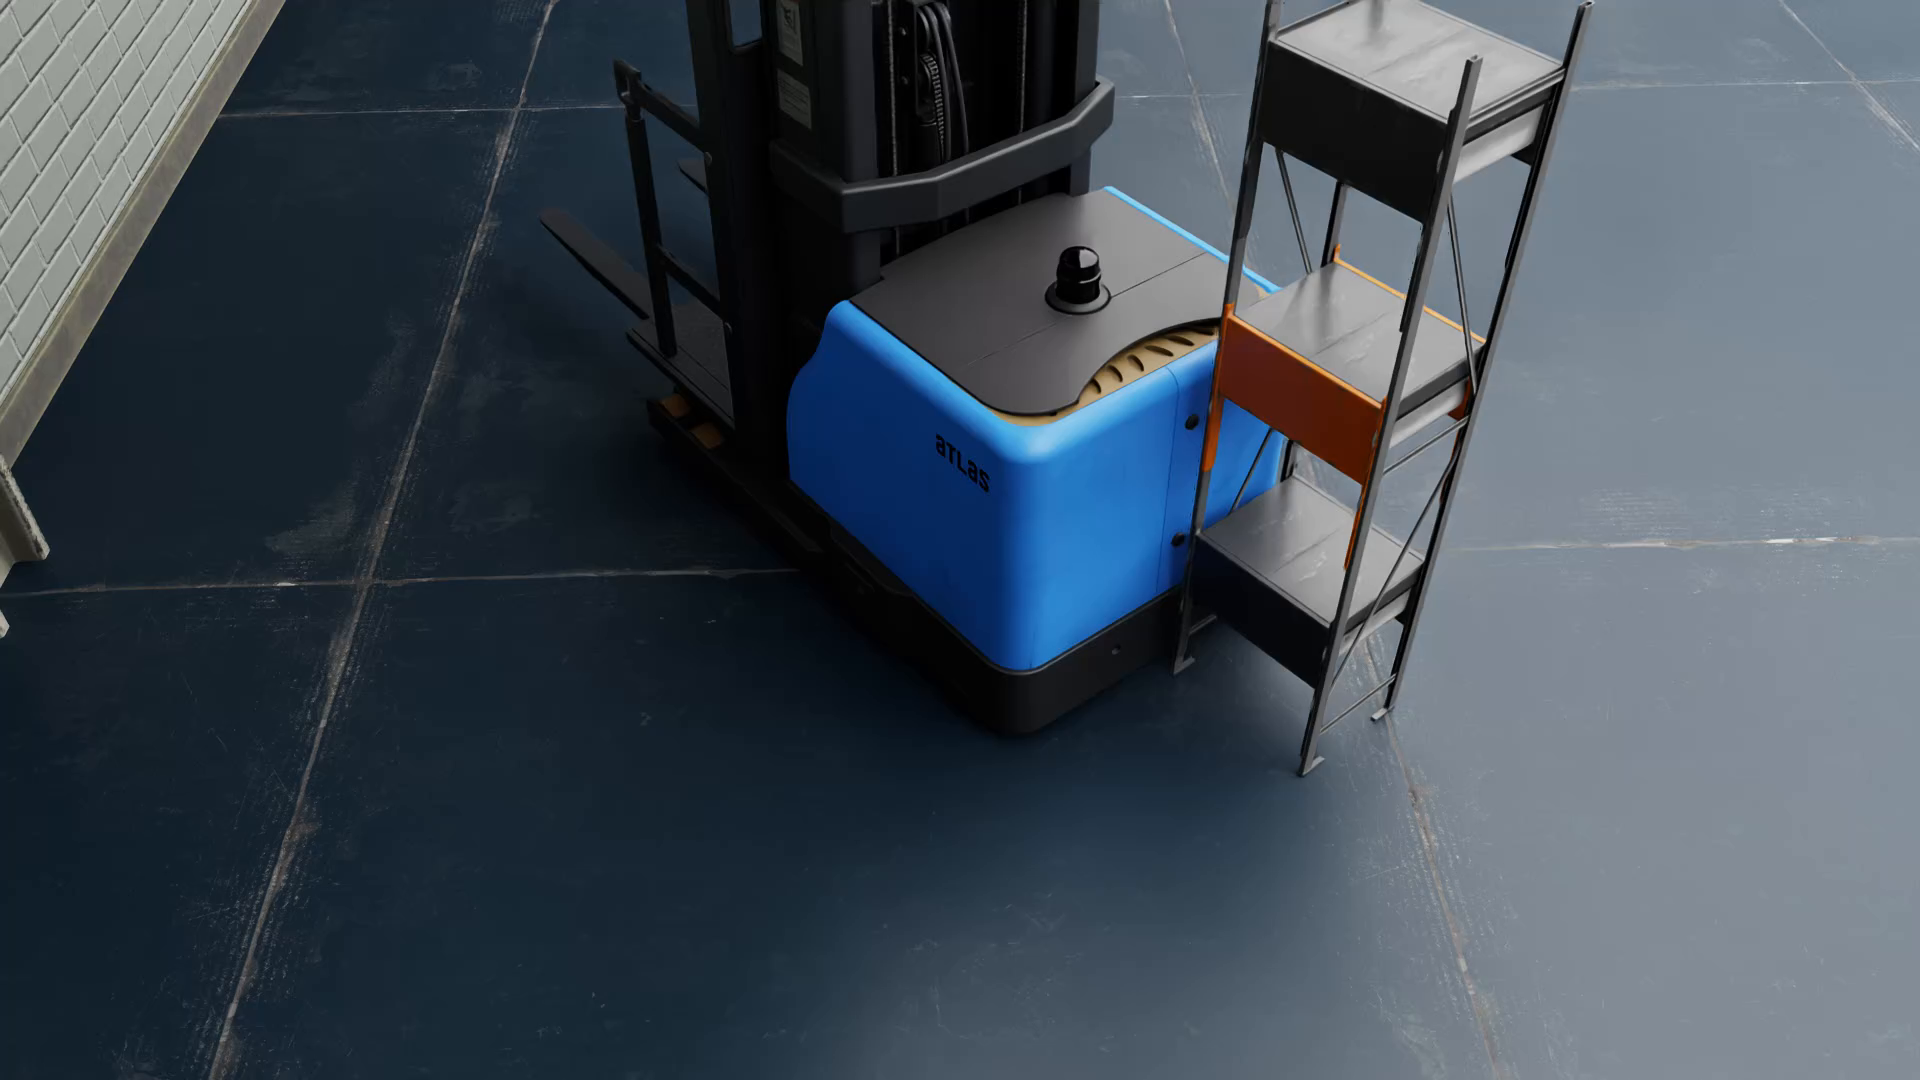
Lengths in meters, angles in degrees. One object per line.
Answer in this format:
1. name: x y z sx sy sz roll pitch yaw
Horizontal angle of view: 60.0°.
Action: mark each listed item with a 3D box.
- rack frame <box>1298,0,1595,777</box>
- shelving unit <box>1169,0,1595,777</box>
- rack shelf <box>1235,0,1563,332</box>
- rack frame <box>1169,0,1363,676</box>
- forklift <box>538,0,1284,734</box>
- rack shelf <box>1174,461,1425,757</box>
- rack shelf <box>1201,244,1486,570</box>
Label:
1. rack frame: 1.094 -0.214 3.927 0.400 2.100 0.015 -30 51 -29
2. shelving unit: 0.936 -0.341 4.062 0.431 2.100 0.503 -30 51 -29
3. rack shelf: 0.944 -0.846 3.597 0.431 0.518 0.480 -30 51 -29
4. rack frame: 0.777 -0.469 4.197 0.400 2.100 0.015 -30 51 -29
5. forklift: -0.389 -1.487 4.704 1.130 2.935 3.031 -28 49 -27
6. rack shelf: 0.926 0.183 4.545 0.431 0.518 0.480 -30 51 -29
7. rack shelf: 0.935 -0.331 4.071 0.431 0.518 0.480 -30 51 -29
